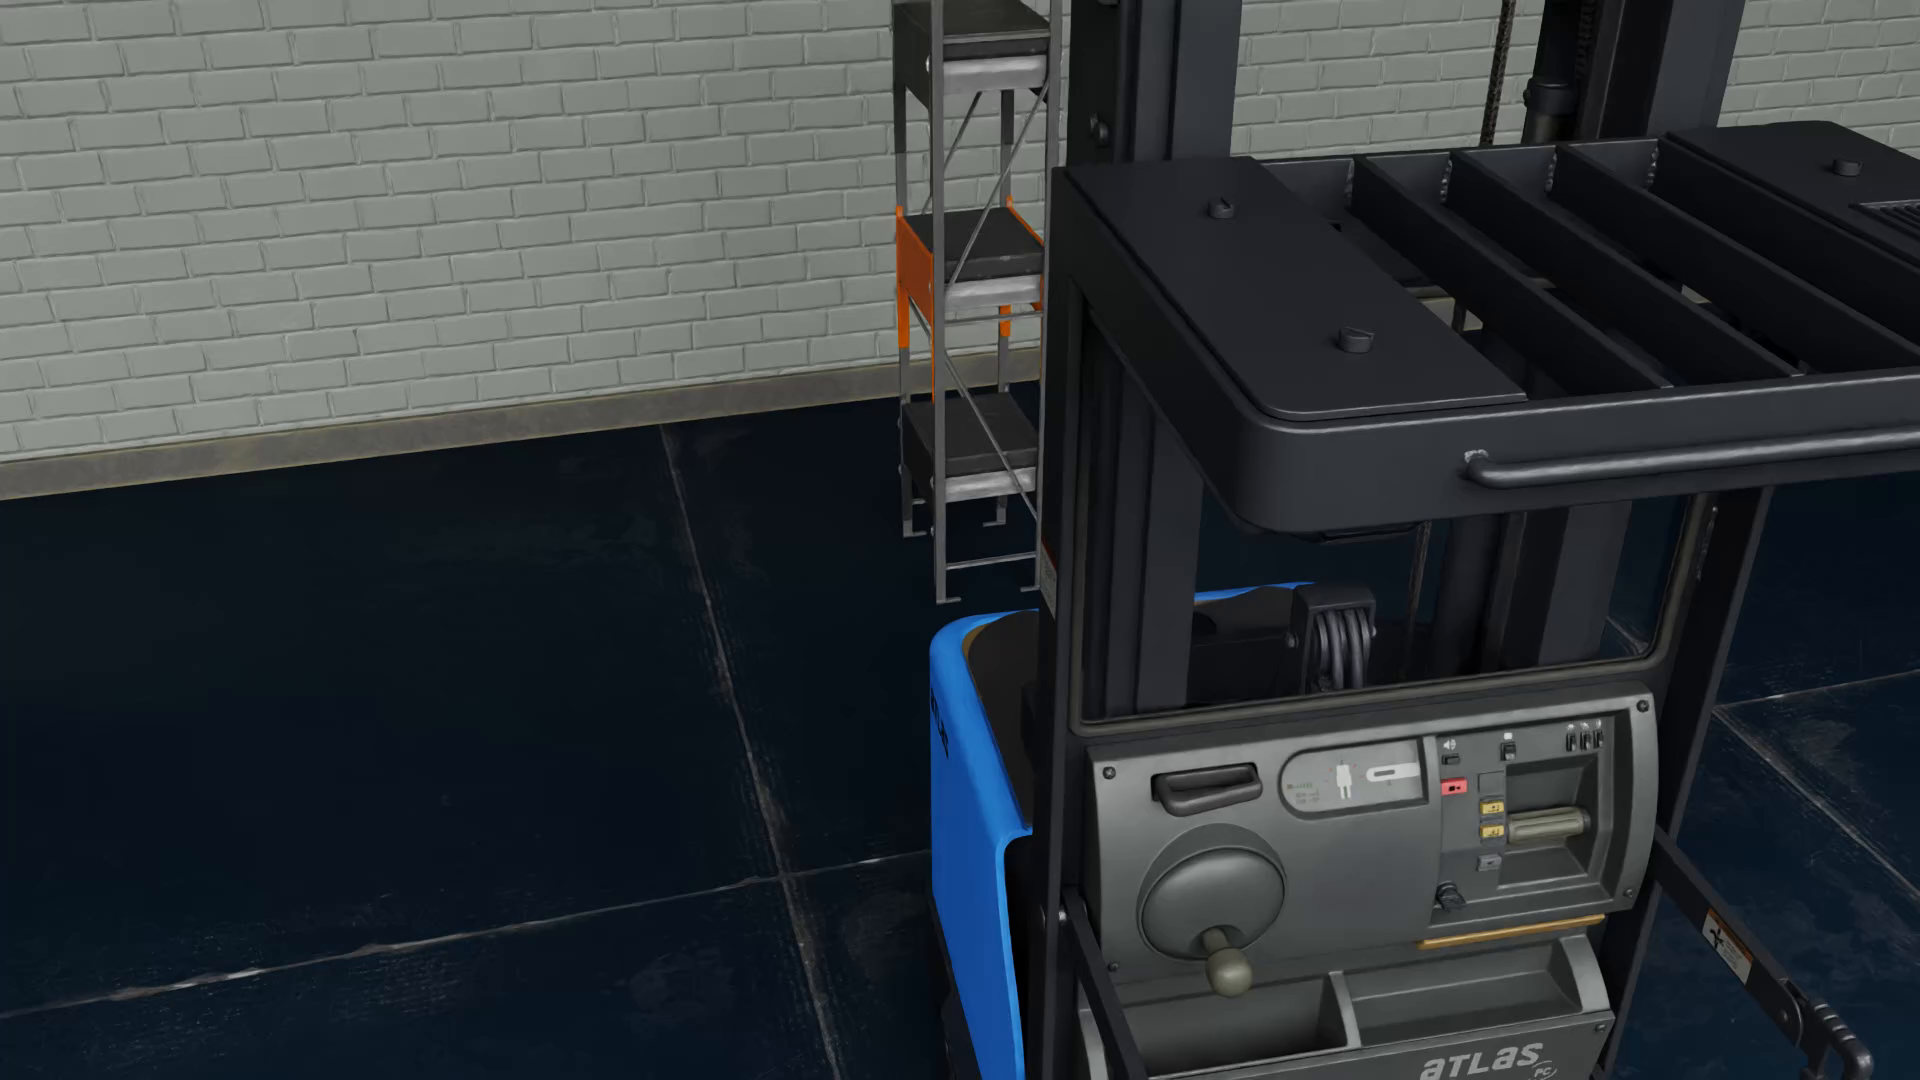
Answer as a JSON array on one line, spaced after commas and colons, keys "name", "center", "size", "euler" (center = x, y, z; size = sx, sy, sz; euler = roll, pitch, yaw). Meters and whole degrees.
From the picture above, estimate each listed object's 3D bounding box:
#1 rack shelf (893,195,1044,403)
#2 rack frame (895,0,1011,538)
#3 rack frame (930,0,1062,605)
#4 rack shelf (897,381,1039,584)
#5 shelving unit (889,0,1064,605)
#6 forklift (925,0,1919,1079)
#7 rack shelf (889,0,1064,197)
[{"name": "rack shelf", "center": [0.044, -0.817, 5.593], "size": [0.431, 0.518, 0.480], "euler": [-8, 31, -13]}, {"name": "rack frame", "center": [-0.021, -0.947, 5.789], "size": [0.400, 2.100, 0.015], "euler": [-8, 31, -13]}, {"name": "rack frame", "center": [0.109, -0.711, 5.382], "size": [0.400, 2.100, 0.015], "euler": [-8, 31, -13]}, {"name": "rack shelf", "center": [0.044, -0.211, 5.943], "size": [0.431, 0.518, 0.480], "euler": [-8, 31, -13]}, {"name": "shelving unit", "center": [0.044, -0.829, 5.586], "size": [0.431, 2.100, 0.503], "euler": [-8, 31, -13]}, {"name": "forklift", "center": [0.705, 0.516, 2.433], "size": [1.130, 2.935, 3.031], "euler": [-6, 31, -10]}, {"name": "rack shelf", "center": [0.044, -1.423, 5.242], "size": [0.431, 0.518, 0.480], "euler": [-8, 31, -13]}]
